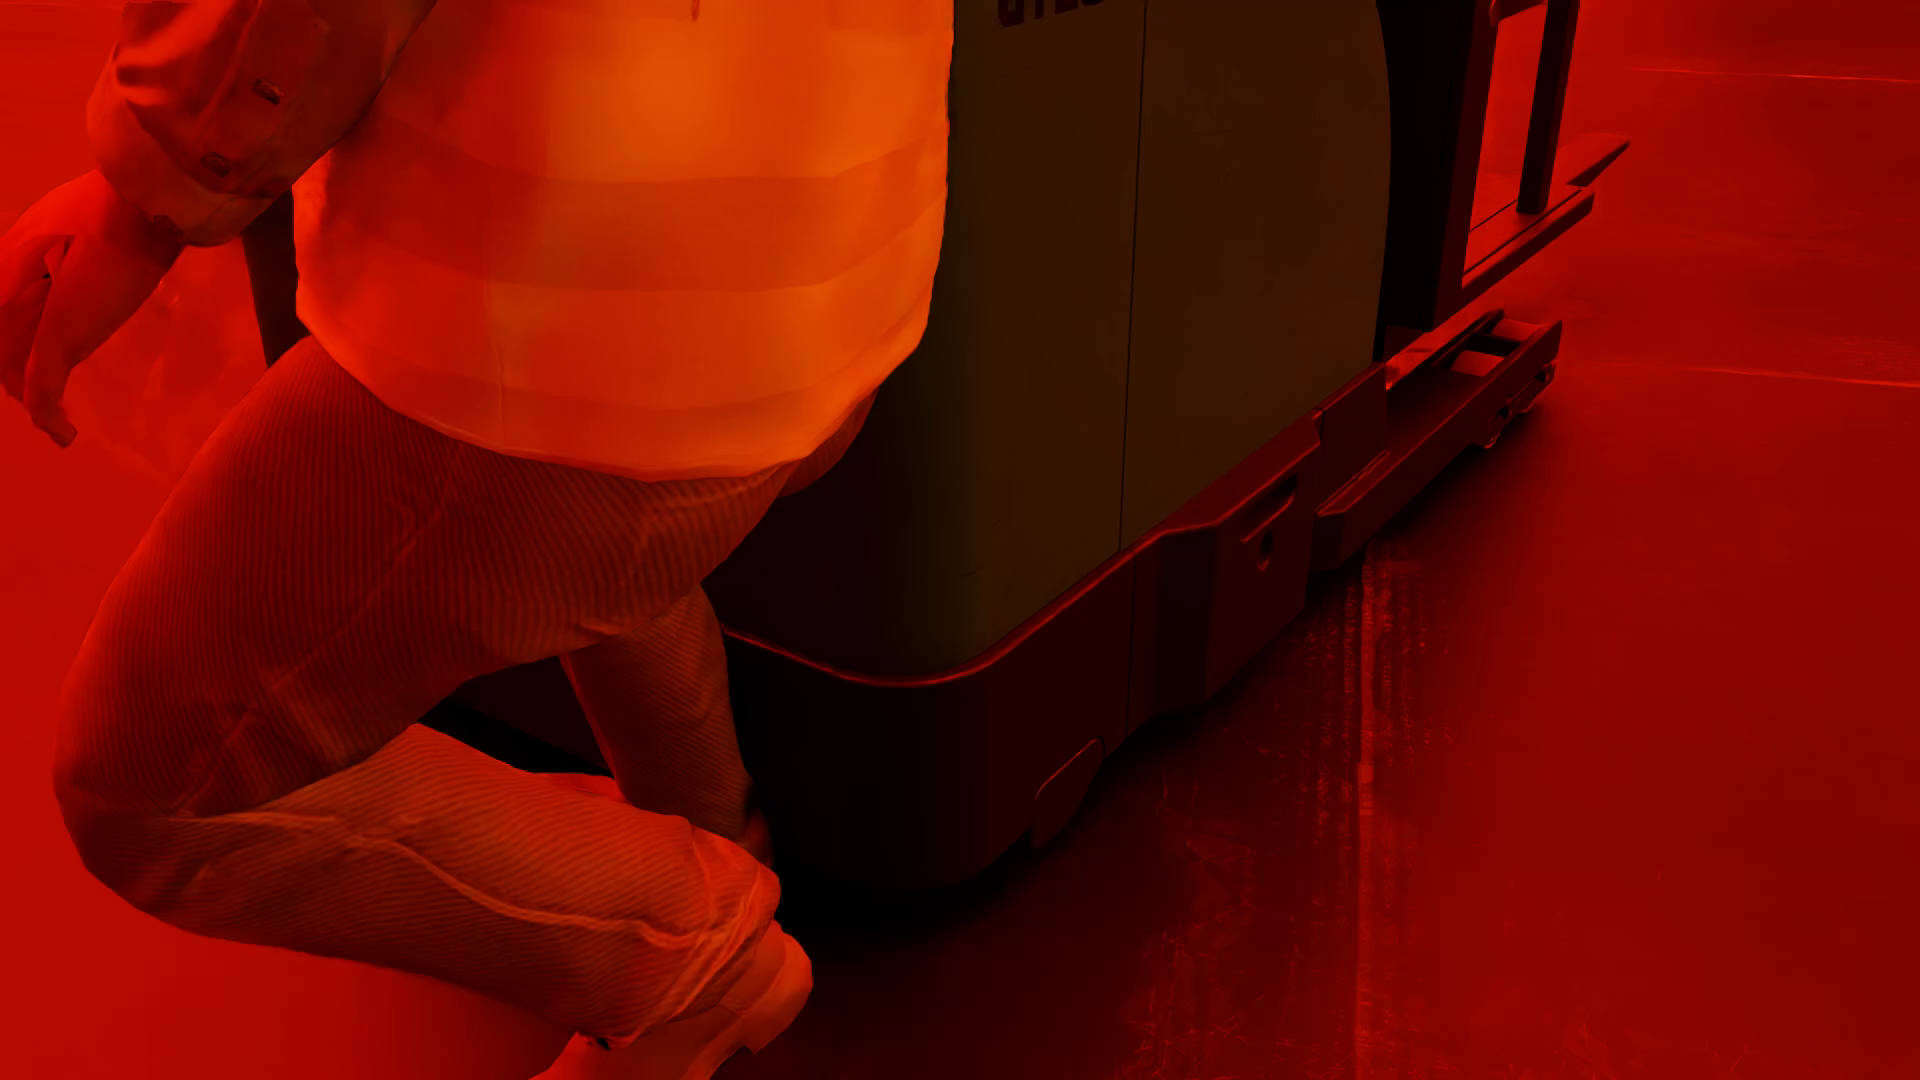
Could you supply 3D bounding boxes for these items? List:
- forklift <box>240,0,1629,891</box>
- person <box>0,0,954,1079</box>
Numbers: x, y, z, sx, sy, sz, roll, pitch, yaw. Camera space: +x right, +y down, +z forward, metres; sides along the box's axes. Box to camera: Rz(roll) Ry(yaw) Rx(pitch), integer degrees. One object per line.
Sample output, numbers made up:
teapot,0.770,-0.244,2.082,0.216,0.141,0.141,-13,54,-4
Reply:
forklift,0.406,-1.571,2.360,1.130,2.935,3.031,17,32,31
person,-0.290,-0.229,1.131,0.624,1.654,0.751,8,28,16
